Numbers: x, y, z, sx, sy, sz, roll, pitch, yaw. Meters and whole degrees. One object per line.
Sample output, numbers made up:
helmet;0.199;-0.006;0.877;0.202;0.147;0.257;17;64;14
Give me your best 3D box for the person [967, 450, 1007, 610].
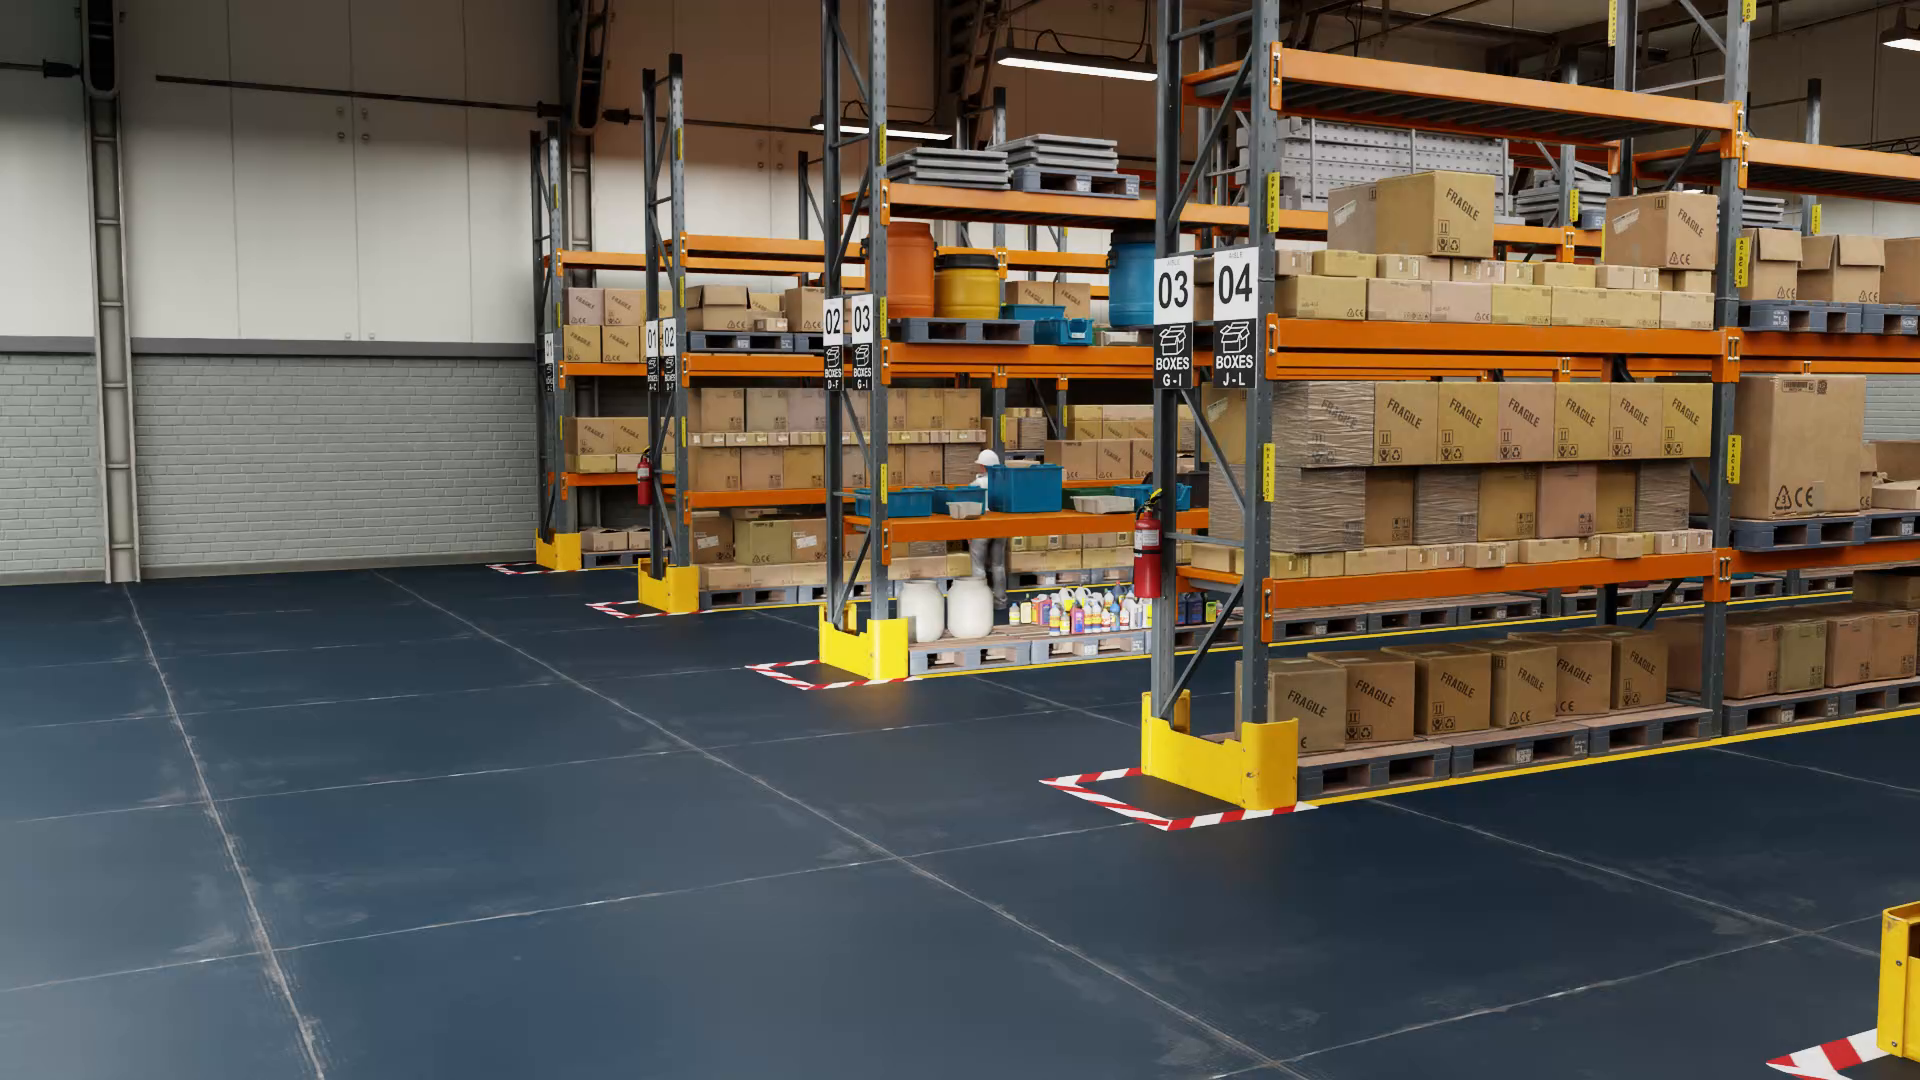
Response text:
person;0.295;-0.106;18.352;0.532;1.767;0.360;-3;6;-27
